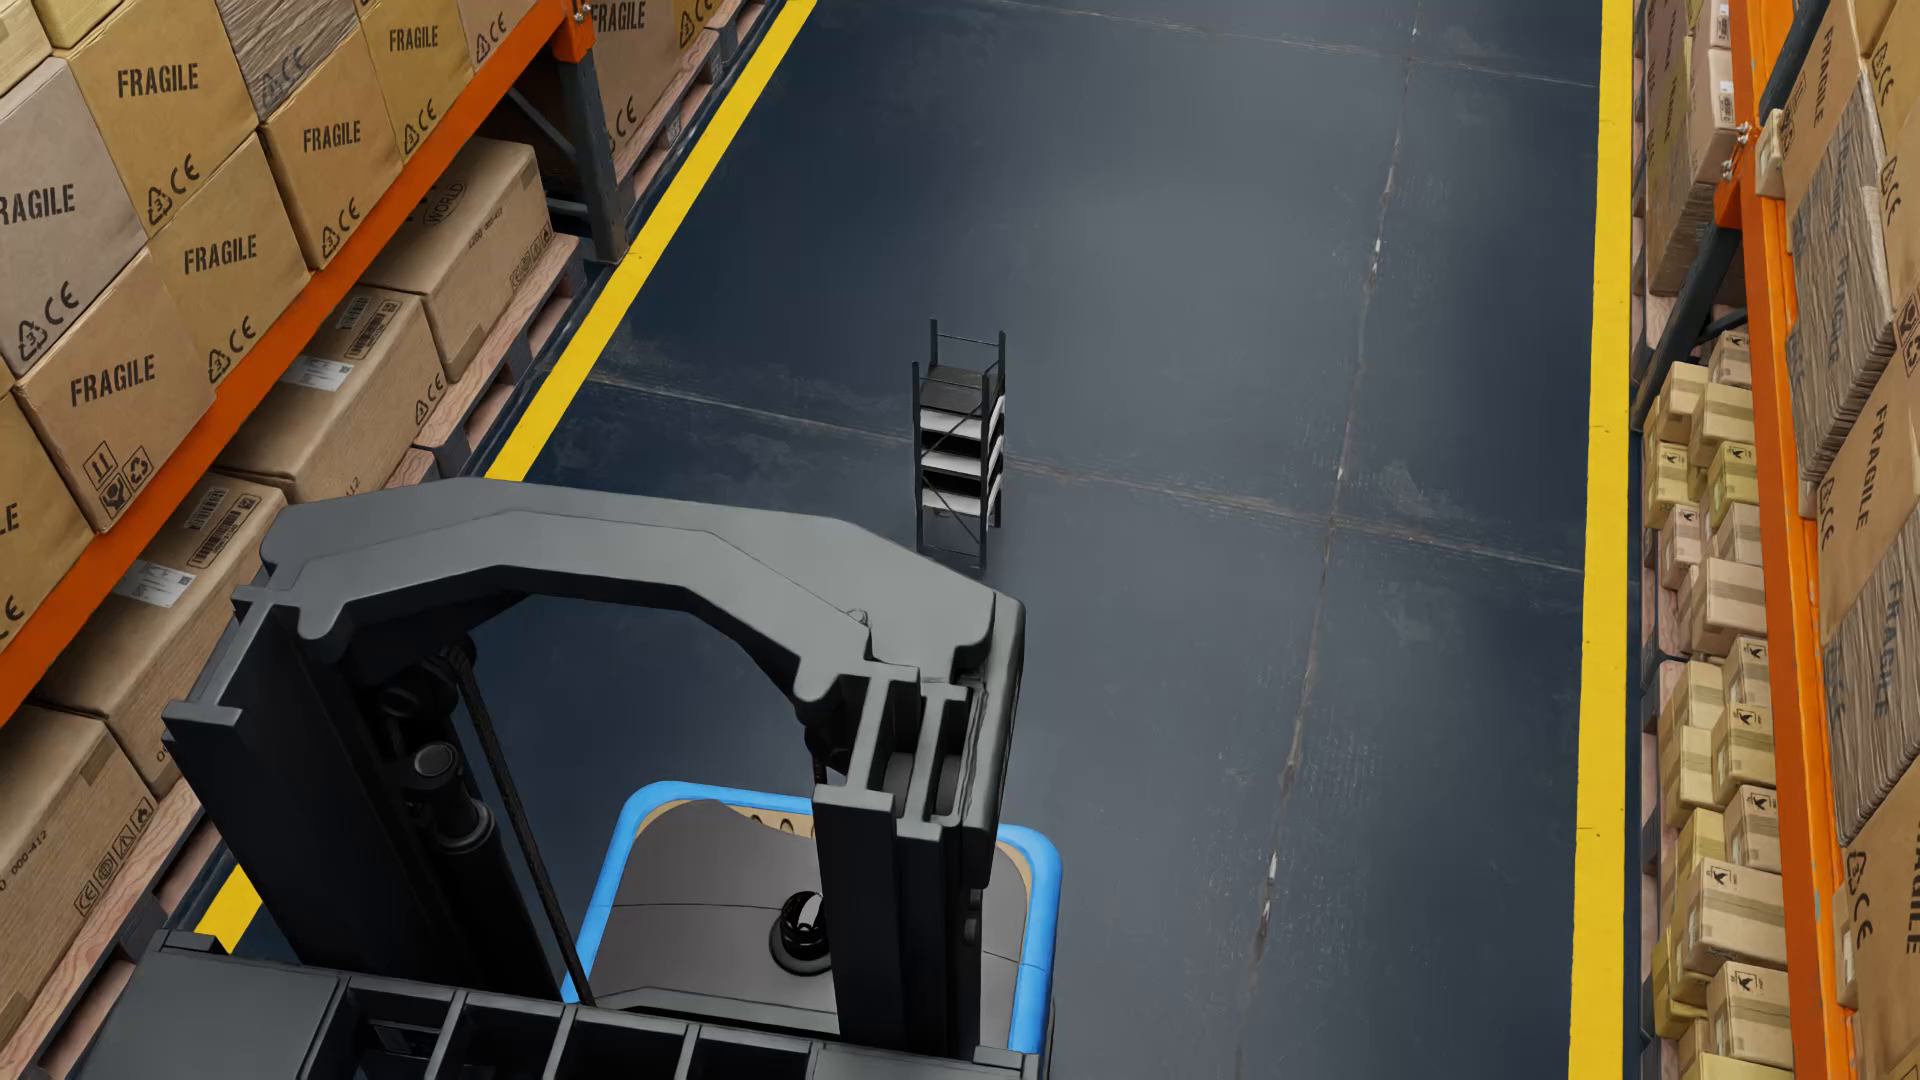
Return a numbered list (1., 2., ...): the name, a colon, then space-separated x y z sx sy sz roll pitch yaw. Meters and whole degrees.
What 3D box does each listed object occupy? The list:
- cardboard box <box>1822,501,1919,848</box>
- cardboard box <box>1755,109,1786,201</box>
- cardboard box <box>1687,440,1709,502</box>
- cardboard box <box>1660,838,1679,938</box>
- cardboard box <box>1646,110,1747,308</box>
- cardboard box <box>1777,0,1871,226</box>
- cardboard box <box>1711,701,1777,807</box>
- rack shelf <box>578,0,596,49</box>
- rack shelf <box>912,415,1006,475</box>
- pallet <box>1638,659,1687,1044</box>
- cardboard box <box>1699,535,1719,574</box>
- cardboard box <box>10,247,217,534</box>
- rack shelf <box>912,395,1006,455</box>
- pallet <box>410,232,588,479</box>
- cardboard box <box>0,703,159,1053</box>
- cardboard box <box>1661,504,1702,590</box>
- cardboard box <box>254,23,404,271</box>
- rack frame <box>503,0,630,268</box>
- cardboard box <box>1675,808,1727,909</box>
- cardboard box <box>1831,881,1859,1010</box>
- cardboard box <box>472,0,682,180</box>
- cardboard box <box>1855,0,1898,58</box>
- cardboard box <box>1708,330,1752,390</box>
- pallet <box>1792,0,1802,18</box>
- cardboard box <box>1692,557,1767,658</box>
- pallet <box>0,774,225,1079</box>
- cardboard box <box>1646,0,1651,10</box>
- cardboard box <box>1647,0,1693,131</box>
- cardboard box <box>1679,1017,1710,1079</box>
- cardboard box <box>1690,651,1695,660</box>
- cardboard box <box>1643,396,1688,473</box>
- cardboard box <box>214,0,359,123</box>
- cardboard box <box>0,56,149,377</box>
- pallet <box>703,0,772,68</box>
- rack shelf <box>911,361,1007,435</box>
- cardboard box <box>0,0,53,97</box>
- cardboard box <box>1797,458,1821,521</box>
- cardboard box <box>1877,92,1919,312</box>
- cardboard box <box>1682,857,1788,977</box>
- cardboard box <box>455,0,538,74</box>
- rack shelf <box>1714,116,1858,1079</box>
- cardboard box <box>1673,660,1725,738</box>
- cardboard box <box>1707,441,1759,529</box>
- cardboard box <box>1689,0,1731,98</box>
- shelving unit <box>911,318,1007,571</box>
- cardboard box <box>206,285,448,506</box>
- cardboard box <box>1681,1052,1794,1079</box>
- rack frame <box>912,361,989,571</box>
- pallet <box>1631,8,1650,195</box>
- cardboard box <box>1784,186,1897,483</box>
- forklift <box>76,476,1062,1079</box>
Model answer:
1. cardboard box: 2.037 0.312 3.209 0.500 0.500 0.500 12 50 10
2. cardboard box: 2.565 -1.110 4.897 0.380 0.149 0.250 13 50 11
3. cardboard box: 2.571 -0.228 5.374 0.380 0.149 0.250 12 50 10
4. cardboard box: 2.112 0.990 4.497 0.380 0.149 0.250 12 50 11
5. cardboard box: 2.907 -1.231 6.223 0.500 0.500 0.500 11 49 9
6. cardboard box: 2.581 -1.157 4.505 0.500 0.500 0.500 11 49 9
7. cardboard box: 2.228 0.607 4.438 0.380 0.149 0.250 12 50 10
8. rack shelf: -1.321 -3.446 7.271 1.077 0.370 4.000 12 50 10
9. rack shelf: -0.002 -0.329 5.365 0.258 0.077 0.200 12 50 10
10. pallet: 2.493 0.967 4.756 1.003 0.211 1.213 12 50 10
11. cardboard box: 2.468 0.150 5.040 0.380 0.149 0.250 9 49 8
12. cardboard box: -2.239 -0.404 4.039 0.500 0.500 0.500 11 50 10
13. rack shelf: -0.002 -0.389 5.297 0.258 0.077 0.200 12 50 10
14. pallet: -2.123 -0.780 6.298 1.003 0.211 1.213 12 50 10
15. cardboard box: -2.823 0.868 4.412 0.875 0.438 0.875 10 49 9
16. cardboard box: 2.464 0.053 5.324 0.380 0.149 0.250 11 50 10
17. cardboard box: -1.971 -1.145 4.693 0.500 0.500 0.500 11 49 9
18. rack frame: -1.847 -2.238 5.724 1.000 3.000 0.127 12 50 10
19. cardboard box: 2.110 0.892 4.385 0.380 0.149 0.250 14 50 12
20. cardboard box: 1.913 0.805 3.206 0.380 0.149 0.250 13 50 11
21. cardboard box: -1.761 -2.138 6.773 0.875 0.875 0.875 13 50 11
22. cardboard box: 2.601 -1.518 4.157 0.500 0.500 0.500 13 50 11
23. cardboard box: 2.664 -0.518 5.431 0.380 0.149 0.250 13 50 12
24. pallet: 3.296 -1.794 5.461 1.003 0.211 1.213 12 50 10
25. cardboard box: 2.323 0.223 4.777 0.380 0.149 0.250 13 50 11
26. pallet: -2.765 0.985 4.740 1.003 0.211 1.213 12 50 10
27. cardboard box: 3.446 -2.713 7.531 0.500 0.500 0.500 12 50 10
28. cardboard box: 3.181 -1.972 6.877 0.500 0.500 0.500 11 49 9
29. cardboard box: 2.014 1.381 4.152 0.380 0.149 0.250 12 50 10
30. cardboard box: 2.408 0.448 4.975 0.380 0.149 0.250 10 49 8
31. cardboard box: 2.549 -0.329 5.661 0.380 0.149 0.250 10 49 8
32. cardboard box: -1.971 -1.470 4.313 0.500 0.500 0.500 12 50 11
33. cardboard box: -2.242 -0.748 3.676 0.500 0.500 0.500 11 50 10
34. pallet: -1.398 -2.773 8.057 1.003 0.211 1.213 12 50 10
35. rack shelf: -0.002 -0.449 5.230 0.258 0.077 0.200 12 50 10
36. cardboard box: -2.184 -1.060 3.519 0.380 0.149 0.250 12 50 10
37. cardboard box: 2.265 -0.148 4.048 0.380 0.149 0.250 14 50 12
38. cardboard box: 2.317 -0.782 3.507 0.500 0.500 0.500 12 50 11
39. cardboard box: 2.010 0.971 4.117 0.380 0.149 0.250 13 50 11
40. cardboard box: -1.723 -1.885 5.346 0.500 0.500 0.500 12 50 10
41. rack shelf: 2.428 0.351 3.919 1.077 0.370 4.000 12 50 10
42. cardboard box: 2.245 0.514 4.718 0.380 0.149 0.250 11 50 10
43. cardboard box: 2.516 -0.138 5.095 0.380 0.149 0.250 11 49 10
44. cardboard box: 3.055 -1.852 6.270 0.500 0.250 0.500 14 50 12
45. shelving unit: -0.002 -0.292 5.407 0.258 0.900 0.210 12 50 10
46. cardboard box: -2.351 -0.448 5.574 0.875 0.438 0.875 10 49 9
47. cardboard box: 1.864 1.351 3.781 0.380 0.149 0.250 11 49 9
48. rack frame: -0.029 -0.218 5.343 0.240 0.900 0.006 12 50 10
49. pallet: 3.477 -1.860 7.251 1.003 0.211 1.213 12 50 10
50. cardboard box: 2.291 -0.440 3.873 0.500 0.500 0.500 11 49 9
51. forklift: -0.487 1.436 2.527 1.130 2.935 3.031 6 49 6
